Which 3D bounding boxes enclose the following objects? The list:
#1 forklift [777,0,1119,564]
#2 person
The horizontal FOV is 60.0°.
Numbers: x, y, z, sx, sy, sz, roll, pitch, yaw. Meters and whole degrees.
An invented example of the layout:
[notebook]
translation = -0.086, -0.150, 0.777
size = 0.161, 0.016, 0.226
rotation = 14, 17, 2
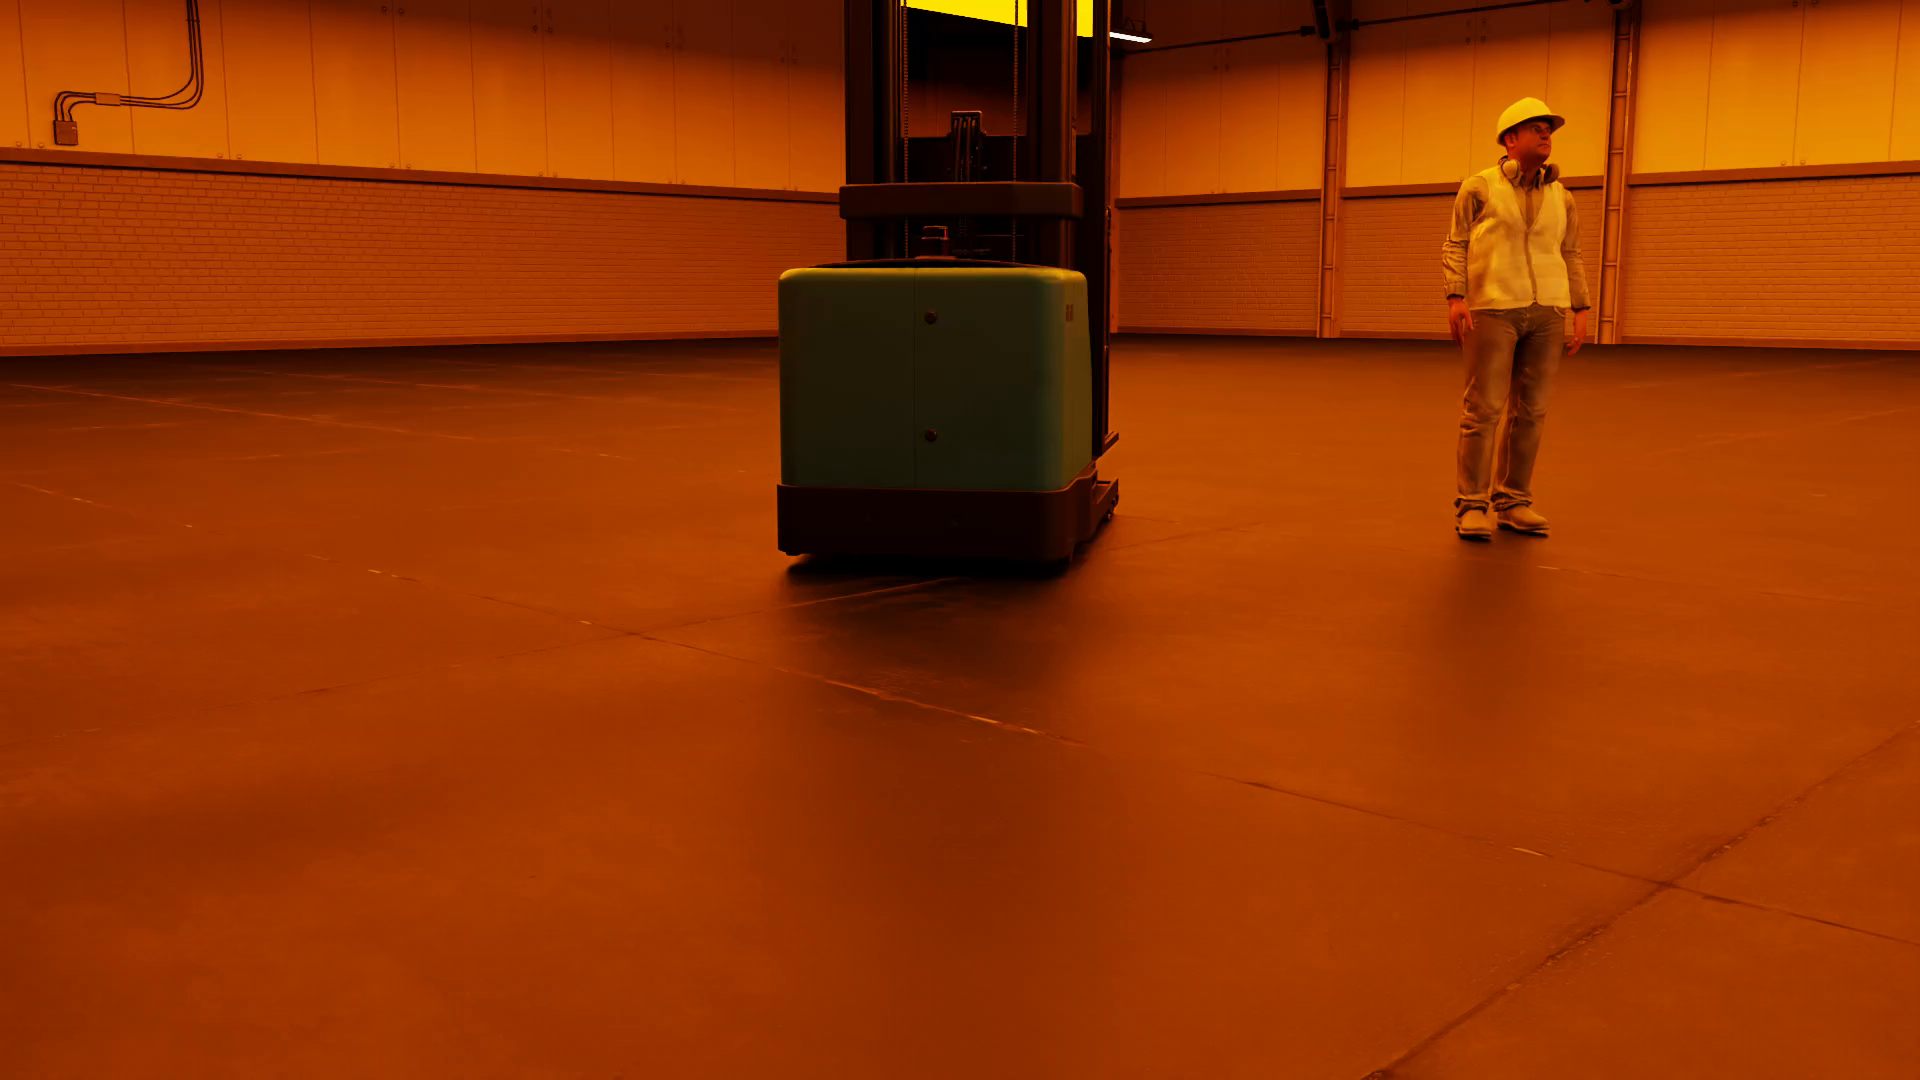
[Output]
[forklift]
translation = 0.112, -1.541, 7.107
size = 1.130, 2.935, 3.031
rotation = 2, 9, 10
[person]
translation = 2.315, -0.923, 6.842
size = 0.630, 1.773, 0.569
rotation = -1, 9, -8
